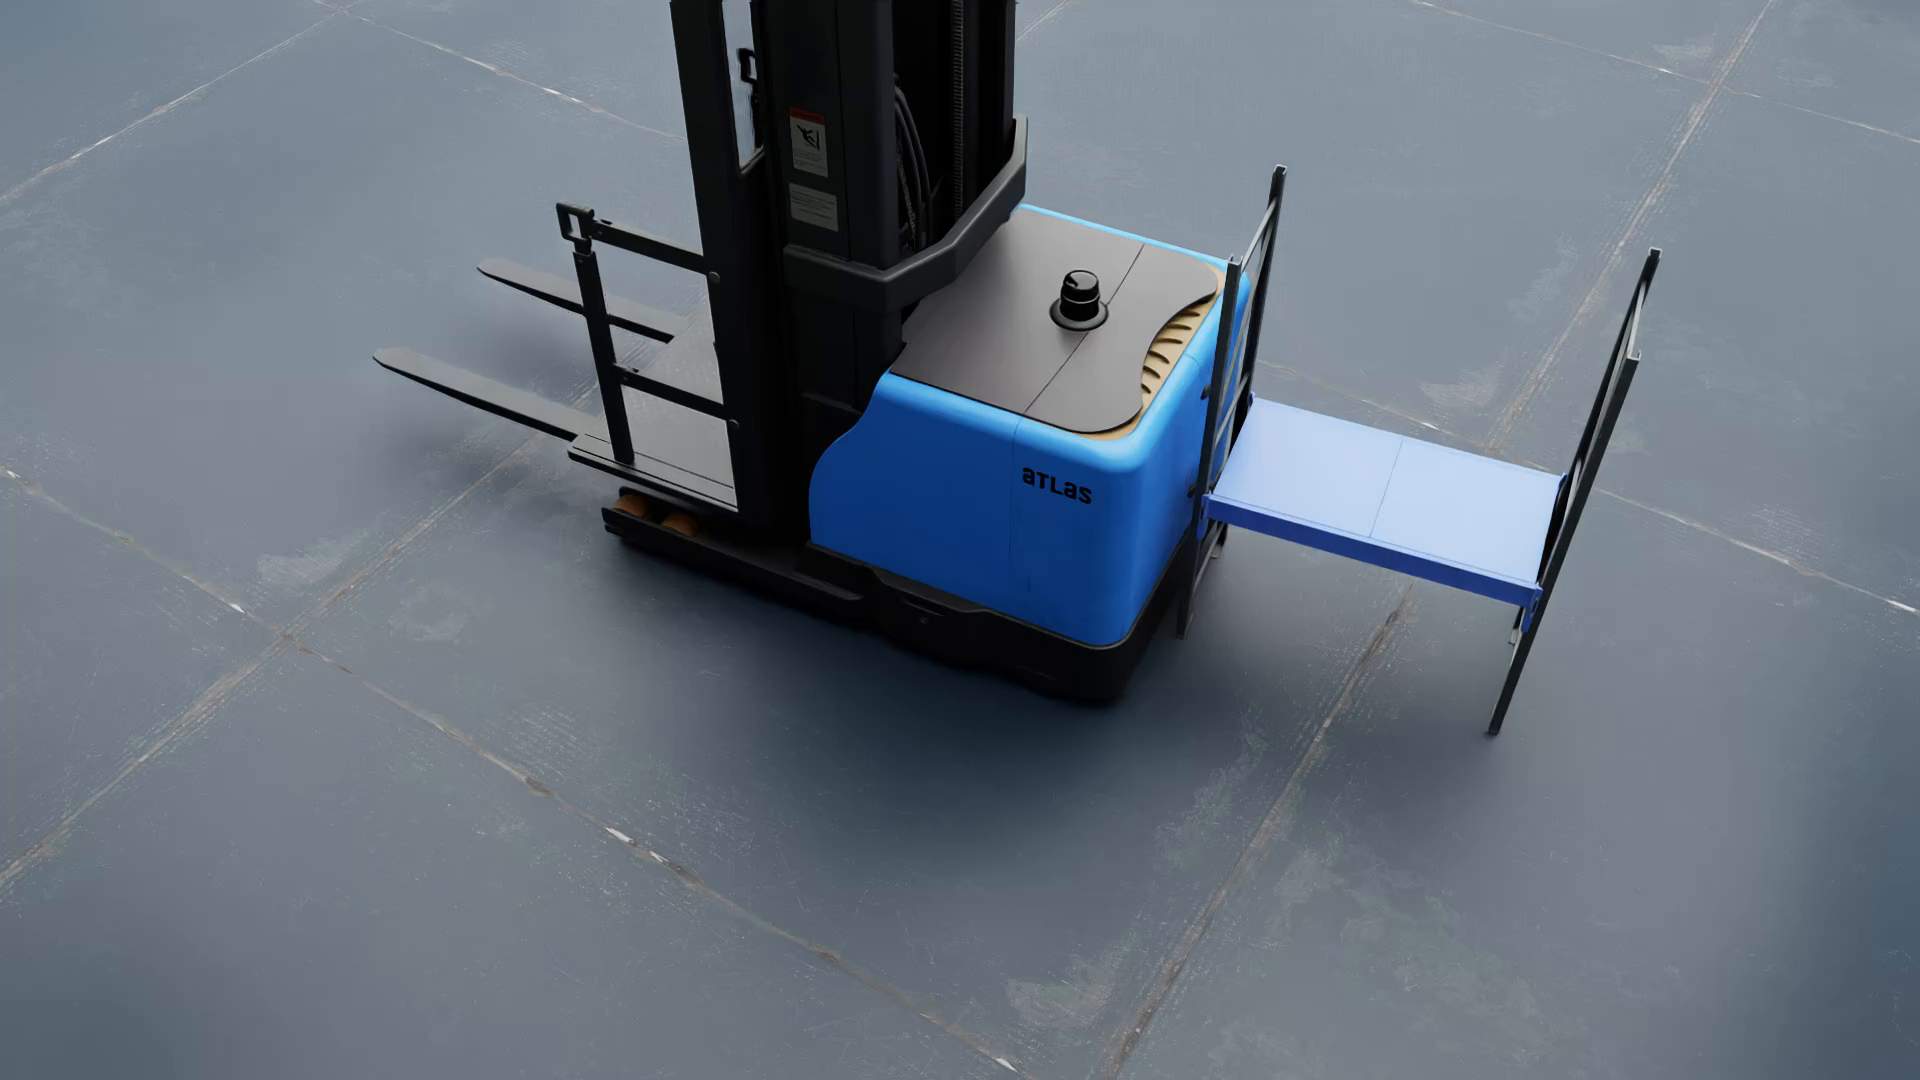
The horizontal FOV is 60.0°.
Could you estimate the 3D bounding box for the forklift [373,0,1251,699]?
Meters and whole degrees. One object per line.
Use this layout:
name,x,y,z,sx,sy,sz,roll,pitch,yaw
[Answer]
forklift,-0.652,-1.270,4.940,3.031,2.935,1.130,20,49,18

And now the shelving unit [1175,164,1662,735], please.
shelving unit,1.282,-0.227,4.925,1.048,1.500,0.538,17,48,16

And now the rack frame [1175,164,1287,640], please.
rack frame,0.813,-0.367,5.061,0.032,1.500,0.500,17,48,16

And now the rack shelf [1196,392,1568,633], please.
rack shelf,1.282,-0.102,5.054,1.000,0.185,0.538,17,48,16

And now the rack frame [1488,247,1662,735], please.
rack frame,1.751,-0.087,4.789,0.032,1.500,0.500,17,48,16
